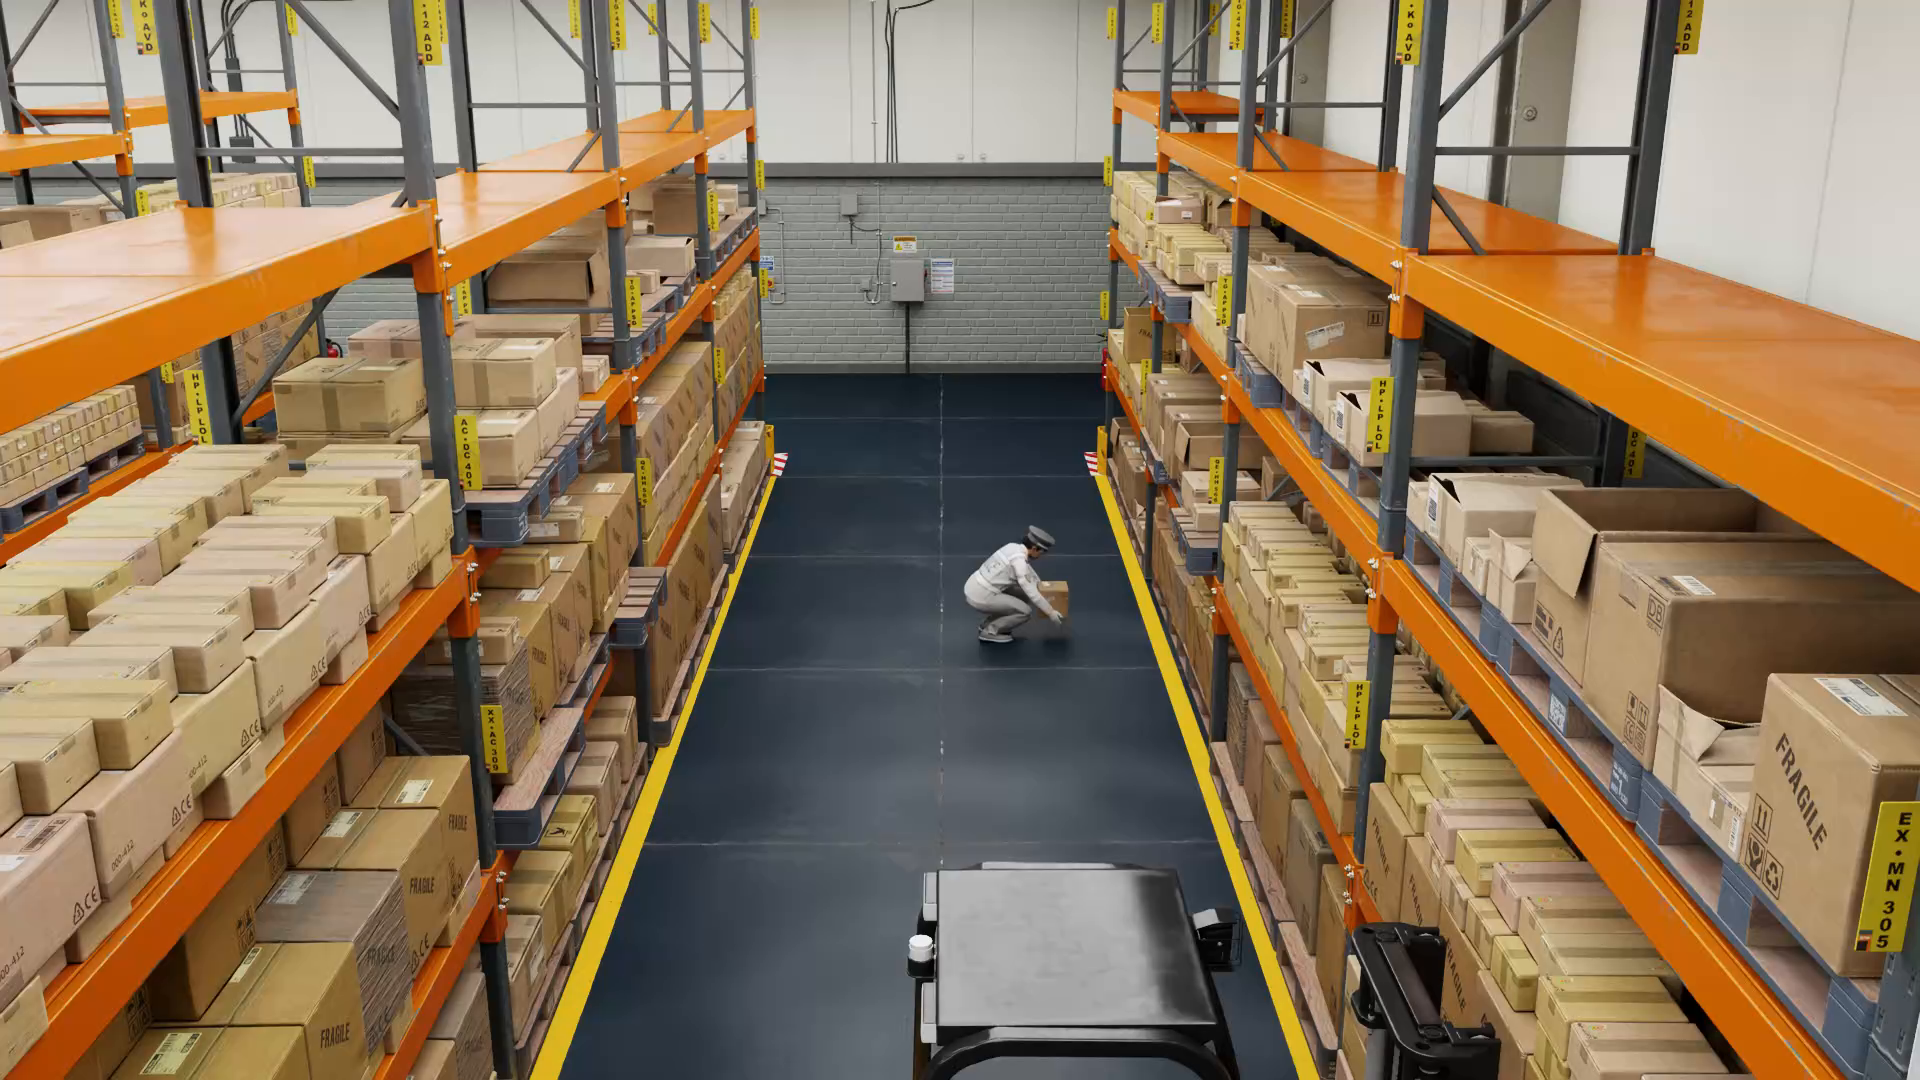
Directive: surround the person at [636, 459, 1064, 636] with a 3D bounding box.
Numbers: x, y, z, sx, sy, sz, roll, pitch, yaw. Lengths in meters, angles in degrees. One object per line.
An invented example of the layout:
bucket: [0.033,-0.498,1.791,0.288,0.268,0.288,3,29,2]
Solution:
person: [-2.694,0.541,11.408,7.261,2.202,5.544,0,17,-1]
